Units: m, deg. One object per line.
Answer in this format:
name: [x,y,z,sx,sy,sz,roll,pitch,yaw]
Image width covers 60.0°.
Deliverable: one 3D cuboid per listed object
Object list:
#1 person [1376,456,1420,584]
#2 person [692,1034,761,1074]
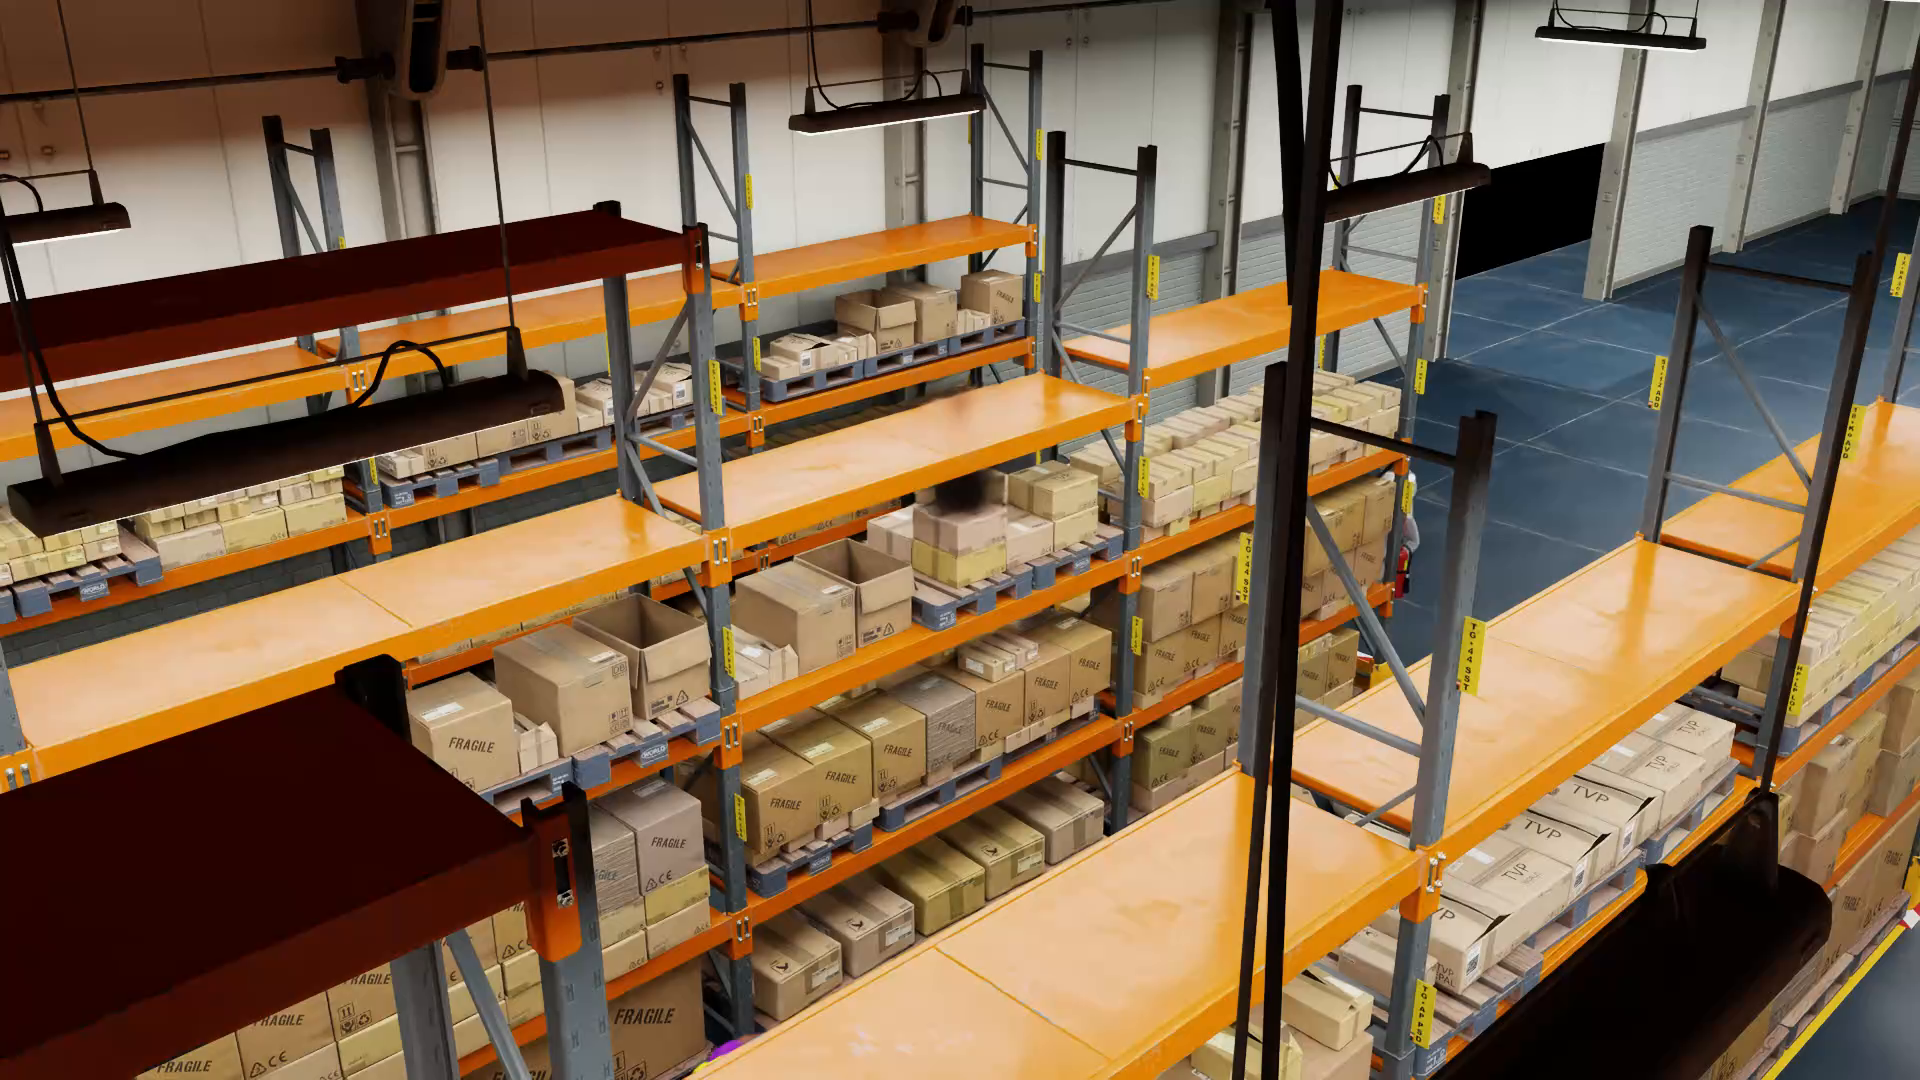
person: [5.083,-0.268,19.400,0.561,1.615,0.685,20,29,39]
person: [-1.292,3.623,10.068,1.014,1.509,0.730,-17,28,-36]
